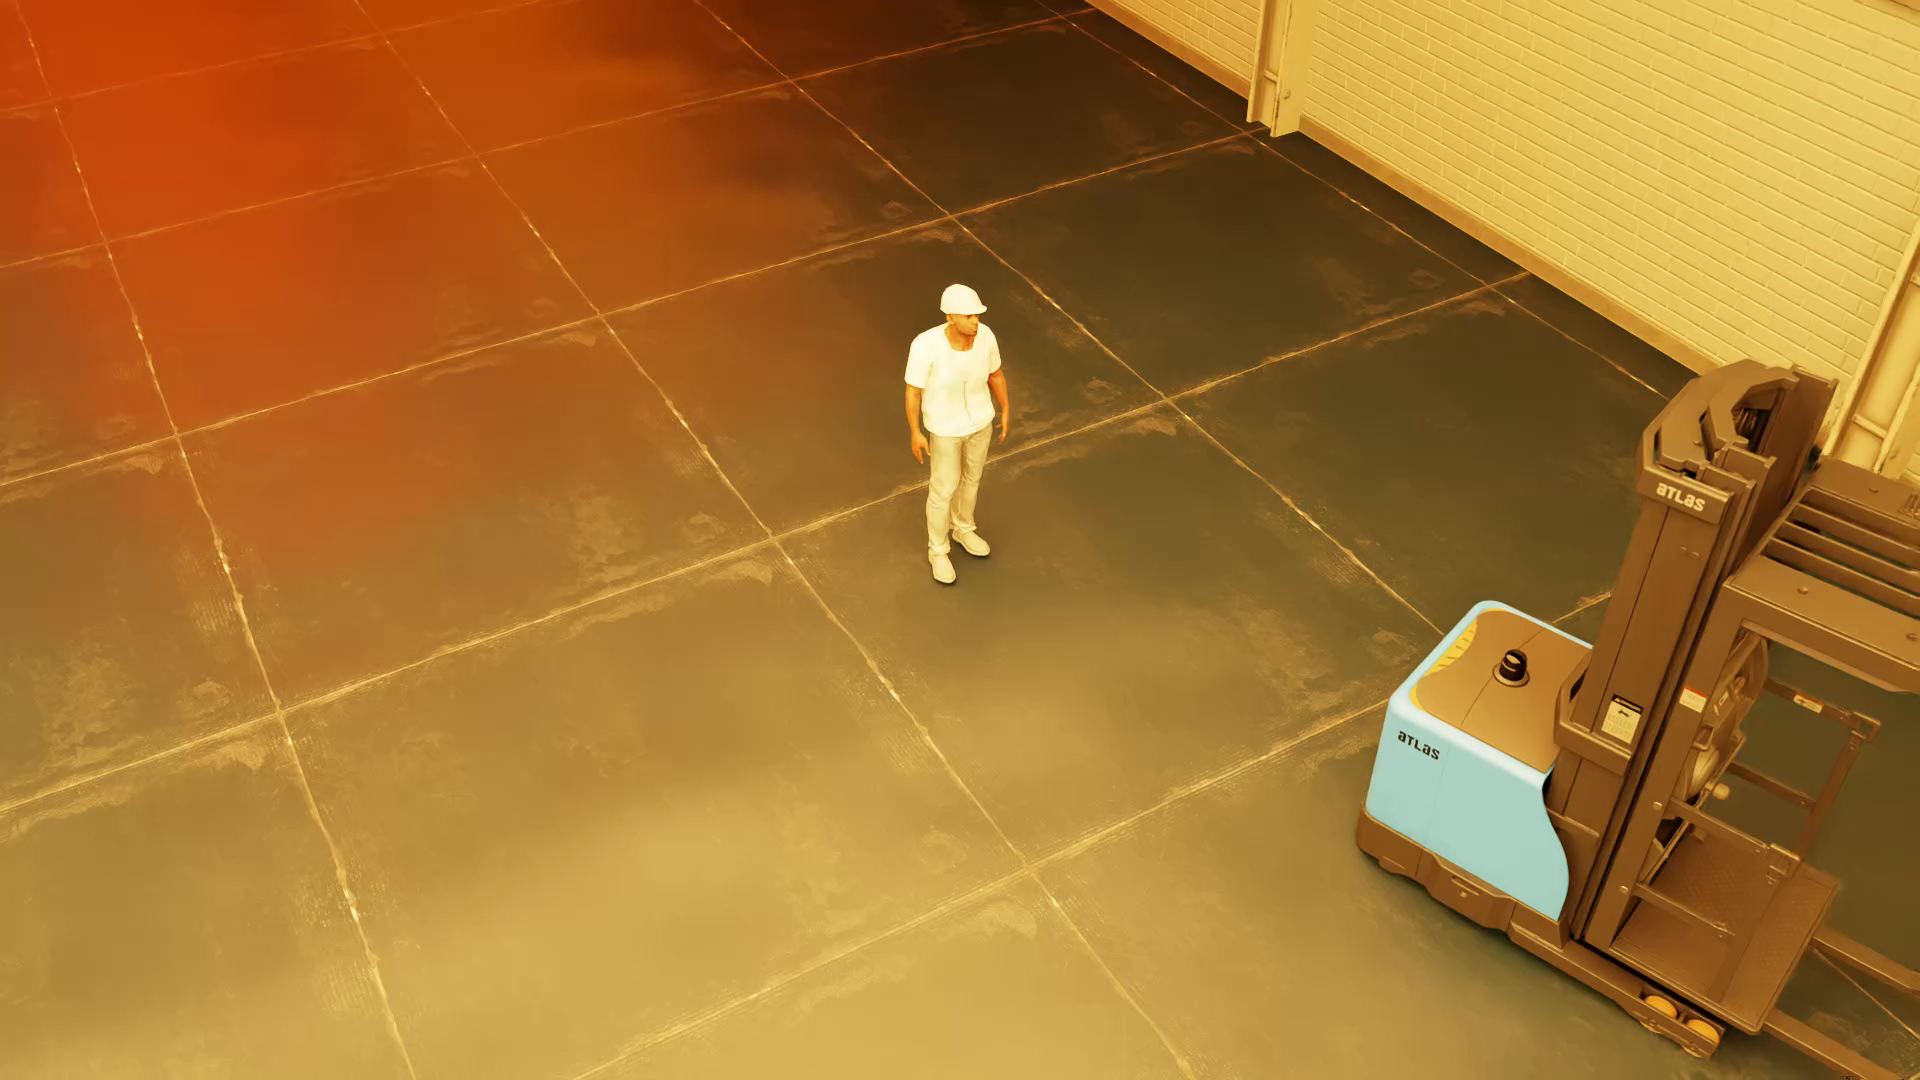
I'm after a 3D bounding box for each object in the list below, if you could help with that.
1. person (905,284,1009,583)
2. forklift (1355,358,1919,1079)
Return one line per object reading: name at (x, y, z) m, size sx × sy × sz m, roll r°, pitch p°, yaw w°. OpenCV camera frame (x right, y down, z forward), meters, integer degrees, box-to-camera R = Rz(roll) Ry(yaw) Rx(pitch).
person at (0.030, -0.645, 9.714) m, size 0.665 × 1.768 × 0.575 m, roll -20°, pitch 44°, yaw -23°
forklift at (3.444, 0.821, 7.046) m, size 3.031 × 2.935 × 1.130 m, roll 29°, pitch 48°, yaw 30°
